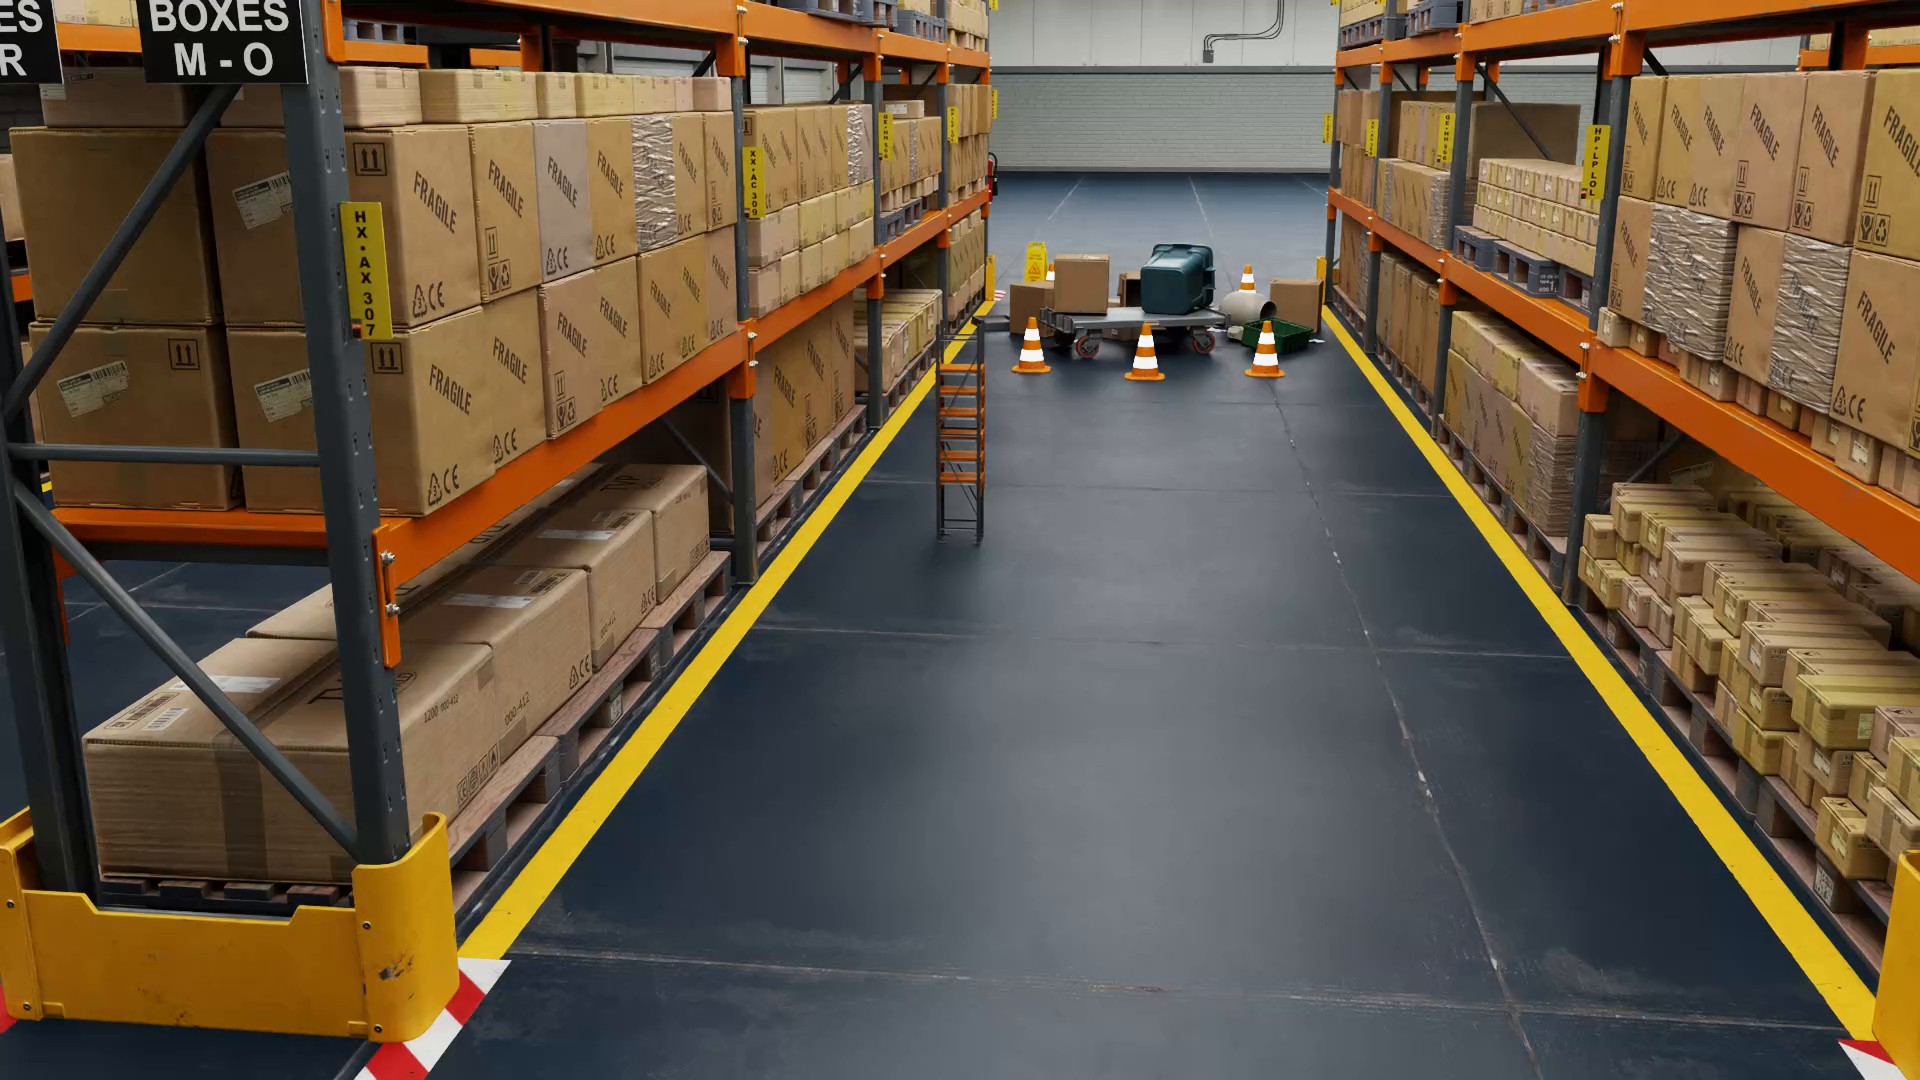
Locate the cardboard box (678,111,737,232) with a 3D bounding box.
[{"bbox_3d":[-1.300,-1.643,7.386,0.500,0.500,0.500,2,15,6],"label":"cardboard box"}]

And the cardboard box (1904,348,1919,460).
[{"bbox_3d":[2.752,-0.402,4.140,0.500,0.500,0.500,2,15,7],"label":"cardboard box"}]

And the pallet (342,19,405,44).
[{"bbox_3d":[-5.638,-4.590,15.009,0.805,0.209,1.217,1,15,4],"label":"pallet"}]

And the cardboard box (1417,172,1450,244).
[{"bbox_3d":[3.701,-2.463,12.333,0.500,0.500,0.500,2,15,6],"label":"cardboard box"}]

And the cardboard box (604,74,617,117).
[{"bbox_3d":[-1.460,-1.604,5.997,0.380,0.149,0.250,2,15,6],"label":"cardboard box"}]

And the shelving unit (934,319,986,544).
[{"bbox_3d":[0.002,-0.583,9.019,0.258,1.200,0.189,2,15,6],"label":"shelving unit"}]

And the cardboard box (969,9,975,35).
[{"bbox_3d":[-0.124,-5.338,17.126,0.500,0.250,0.500,2,15,7],"label":"cardboard box"}]

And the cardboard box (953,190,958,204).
[{"bbox_3d":[-0.225,-3.469,16.725,0.380,0.149,0.250,2,15,8],"label":"cardboard box"}]

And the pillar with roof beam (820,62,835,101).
[{"bbox_3d":[0.912,-13.340,41.257,9.100,9.000,0.400,2,15,6],"label":"pillar with roof beam"}]

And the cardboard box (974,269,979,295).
[{"bbox_3d":[-0.058,-2.879,18.526,0.500,0.250,0.500,2,15,6],"label":"cardboard box"}]

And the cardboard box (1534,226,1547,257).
[{"bbox_3d":[3.400,-1.652,9.200,0.380,0.149,0.250,2,15,9],"label":"cardboard box"}]

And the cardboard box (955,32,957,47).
[{"bbox_3d":[-0.228,-4.985,16.585,0.380,0.149,0.250,1,15,5],"label":"cardboard box"}]

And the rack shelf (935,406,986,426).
[{"bbox_3d":[0.002,-0.656,9.000,0.258,0.103,0.180,2,15,6],"label":"rack shelf"}]

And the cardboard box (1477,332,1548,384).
[{"bbox_3d":[3.415,-1.088,9.985,0.500,0.250,0.500,2,15,7],"label":"cardboard box"}]

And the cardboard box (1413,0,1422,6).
[{"bbox_3d":[3.894,-4.420,13.501,0.380,0.149,0.250,2,15,6],"label":"cardboard box"}]

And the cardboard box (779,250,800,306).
[{"bbox_3d":[-1.153,-1.411,8.921,0.500,0.250,0.500,1,15,5],"label":"cardboard box"}]

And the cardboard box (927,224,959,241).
[{"bbox_3d":[-0.210,-3.044,16.457,0.380,0.149,0.250,2,15,7],"label":"cardboard box"}]

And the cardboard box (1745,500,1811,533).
[{"bbox_3d":[3.637,-0.070,7.190,0.380,0.149,0.250,2,15,7],"label":"cardboard box"}]

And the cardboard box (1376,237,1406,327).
[{"bbox_3d":[4.451,-2.536,16.061,0.875,0.875,0.875,2,15,7],"label":"cardboard box"}]

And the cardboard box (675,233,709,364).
[{"bbox_3d":[-1.372,-1.030,7.032,0.500,0.500,0.500,1,15,5],"label":"cardboard box"}]

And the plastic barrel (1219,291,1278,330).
[{"bbox_3d":[2.915,-2.294,16.835,0.421,0.421,0.512,-14,20,-42],"label":"plastic barrel"}]

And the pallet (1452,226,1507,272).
[{"bbox_3d":[3.885,-1.880,10.736,1.213,0.211,1.003,2,15,6],"label":"pallet"}]

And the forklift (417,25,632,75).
[{"bbox_3d":[-2.809,-2.082,11.247,1.130,2.935,3.031,2,15,6],"label":"forklift"}]

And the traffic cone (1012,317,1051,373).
[{"bbox_3d":[0.632,-1.730,14.675,0.336,0.463,0.334,2,15,6],"label":"traffic cone"}]

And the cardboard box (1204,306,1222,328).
[{"bbox_3d":[2.675,-2.378,17.449,0.396,0.266,0.258,4,16,16],"label":"cardboard box"}]

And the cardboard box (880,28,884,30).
[{"bbox_3d":[-0.953,-4.022,12.352,0.700,0.500,0.500,2,15,6],"label":"cardboard box"}]

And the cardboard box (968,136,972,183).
[{"bbox_3d":[-0.152,-4.008,17.476,0.500,0.500,0.500,2,15,7],"label":"cardboard box"}]

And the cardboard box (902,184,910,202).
[{"bbox_3d":[-0.618,-2.858,13.663,0.380,0.149,0.250,2,15,8],"label":"cardboard box"}]

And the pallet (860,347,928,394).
[{"bbox_3d":[-0.840,-1.452,14.129,1.003,0.211,1.213,2,15,6],"label":"pallet"}]

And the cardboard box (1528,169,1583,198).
[{"bbox_3d":[3.436,-2.010,9.385,0.380,0.149,0.250,1,15,5],"label":"cardboard box"}]

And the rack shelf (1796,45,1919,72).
[{"bbox_3d":[9.454,-4.645,16.227,1.077,0.370,4.000,2,15,6],"label":"rack shelf"}]

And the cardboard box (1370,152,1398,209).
[{"bbox_3d":[4.341,-3.367,15.579,0.875,0.550,0.550,2,15,6],"label":"cardboard box"}]

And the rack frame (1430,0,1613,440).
[{"bbox_3d":[3.860,-2.161,11.406,1.000,3.000,0.127,2,15,6],"label":"rack frame"}]

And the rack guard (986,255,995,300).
[{"bbox_3d":[-0.176,-3.129,19.775,1.175,0.500,0.348,2,15,6],"label":"rack guard"}]

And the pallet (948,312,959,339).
[{"bbox_3d":[-0.578,-2.147,16.697,1.003,0.211,1.213,2,15,6],"label":"pallet"}]

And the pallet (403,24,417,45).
[{"bbox_3d":[-5.481,-5.090,16.663,1.003,0.211,1.213,2,15,6],"label":"pallet"}]

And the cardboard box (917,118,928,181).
[{"bbox_3d":[-0.562,-3.323,14.141,0.500,0.500,0.500,2,15,8],"label":"cardboard box"}]

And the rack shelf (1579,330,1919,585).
[{"bbox_3d":[3.183,-0.257,5.745,1.077,0.370,4.000,2,15,6],"label":"rack shelf"}]

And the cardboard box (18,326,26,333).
[{"bbox_3d":[-6.480,-1.337,11.101,0.380,0.149,0.250,1,15,5],"label":"cardboard box"}]

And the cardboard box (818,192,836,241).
[{"bbox_3d":[-1.022,-1.915,9.827,0.500,0.250,0.500,1,15,5],"label":"cardboard box"}]

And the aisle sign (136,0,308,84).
[{"bbox_3d":[-1.693,-1.433,3.735,0.394,0.787,0.004,2,15,6],"label":"aisle sign"}]

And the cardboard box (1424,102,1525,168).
[{"bbox_3d":[4.089,-3.205,13.160,0.700,0.500,0.500,2,15,6],"label":"cardboard box"}]

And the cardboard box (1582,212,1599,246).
[{"bbox_3d":[3.286,-1.526,8.165,0.380,0.149,0.250,2,15,7],"label":"cardboard box"}]

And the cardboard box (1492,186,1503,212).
[{"bbox_3d":[3.550,-2.127,10.387,0.380,0.149,0.250,1,15,5],"label":"cardboard box"}]

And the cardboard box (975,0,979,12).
[{"bbox_3d":[0.010,-5.838,18.213,0.380,0.149,0.250,2,15,6],"label":"cardboard box"}]

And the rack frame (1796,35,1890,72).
[{"bbox_3d":[9.679,-4.063,18.443,1.000,3.000,0.127,2,15,6],"label":"rack frame"}]

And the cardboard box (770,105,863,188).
[{"bbox_3d":[-0.918,-2.536,10.688,0.500,0.500,0.500,2,15,7],"label":"cardboard box"}]

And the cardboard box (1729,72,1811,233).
[{"bbox_3d":[2.925,-1.290,5.510,0.500,0.500,0.500,1,15,4],"label":"cardboard box"}]

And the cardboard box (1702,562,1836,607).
[{"bbox_3d":[3.029,0.188,6.238,0.380,0.149,0.250,1,15,4],"label":"cardboard box"}]

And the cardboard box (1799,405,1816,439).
[{"bbox_3d":[2.946,-0.389,5.335,0.380,0.149,0.250,1,15,4],"label":"cardboard box"}]

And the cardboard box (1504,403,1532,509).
[{"bbox_3d":[3.300,-0.452,9.071,0.500,0.500,0.500,1,15,5],"label":"cardboard box"}]

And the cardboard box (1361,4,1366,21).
[{"bbox_3d":[4.176,-5.210,16.423,0.380,0.149,0.250,2,15,6],"label":"cardboard box"}]

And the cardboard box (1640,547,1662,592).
[{"bbox_3d":[3.118,0.124,7.045,0.380,0.149,0.250,2,15,6],"label":"cardboard box"}]

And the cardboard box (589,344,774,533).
[{"bbox_3d":[-1.531,-0.583,8.838,0.875,0.875,0.875,2,15,8],"label":"cardboard box"}]

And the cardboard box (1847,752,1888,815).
[{"bbox_3d":[2.816,0.732,4.794,0.380,0.149,0.250,1,15,5],"label":"cardboard box"}]

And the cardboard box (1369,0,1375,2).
[{"bbox_3d":[4.169,-5.235,15.750,0.500,0.250,0.500,2,15,6],"label":"cardboard box"}]

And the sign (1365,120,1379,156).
[{"bbox_3d":[3.759,-3.670,15.179,0.100,0.325,0.005,2,15,6],"label":"sign"}]

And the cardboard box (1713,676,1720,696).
[{"bbox_3d":[2.988,0.543,6.064,0.380,0.149,0.250,2,15,8],"label":"cardboard box"}]

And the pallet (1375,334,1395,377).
[{"bbox_3d":[4.299,-1.650,14.859,1.003,0.211,1.213,2,15,6],"label":"pallet"}]
